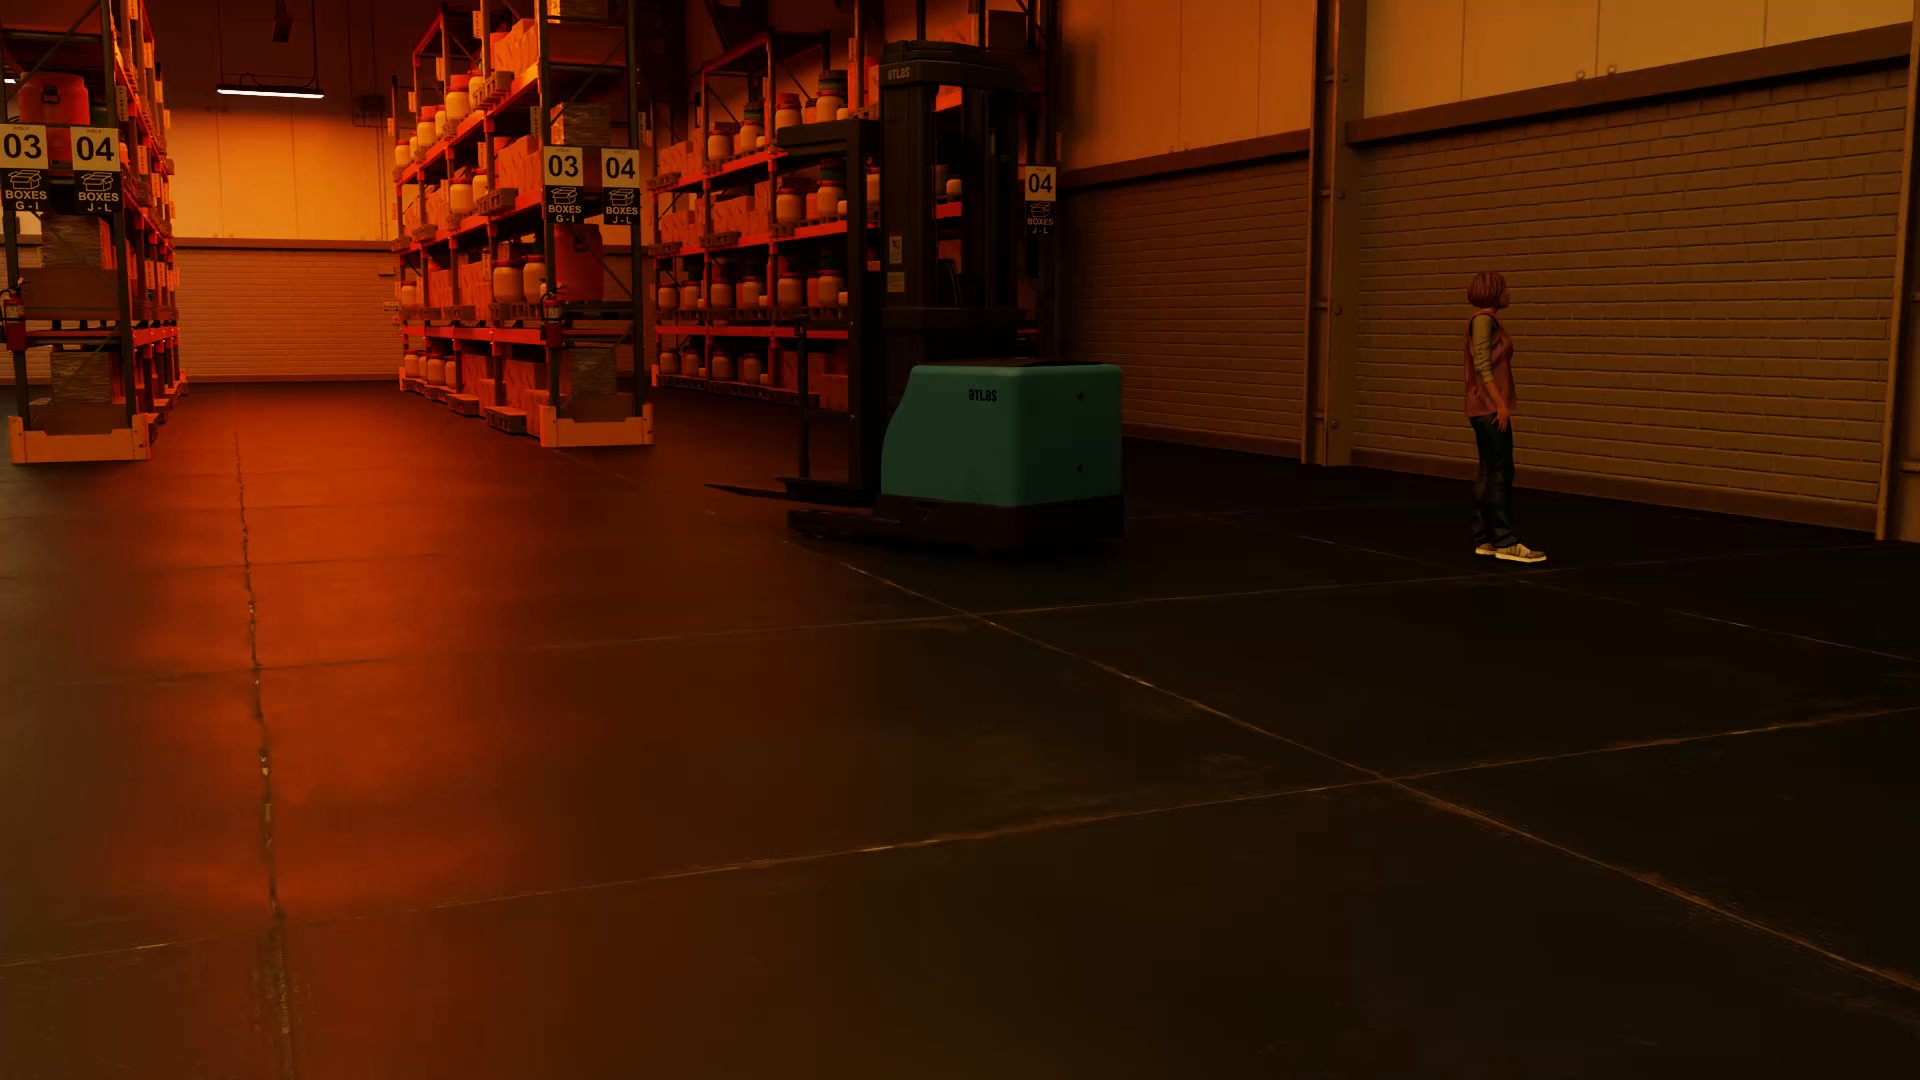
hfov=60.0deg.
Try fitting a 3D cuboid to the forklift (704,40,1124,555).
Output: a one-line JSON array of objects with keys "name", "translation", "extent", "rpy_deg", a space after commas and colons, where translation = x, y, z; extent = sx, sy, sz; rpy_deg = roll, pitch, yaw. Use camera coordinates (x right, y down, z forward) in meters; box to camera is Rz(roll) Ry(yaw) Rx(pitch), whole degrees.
[{"name": "forklift", "translation": [-0.436, -1.509, 10.383], "extent": [3.031, 2.935, 1.130], "rpy_deg": [7, 10, 44]}]

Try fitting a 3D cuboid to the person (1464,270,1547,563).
[{"name": "person", "translation": [3.043, -0.696, 9.274], "extent": [0.473, 1.599, 0.521], "rpy_deg": [2, 8, 16]}]
